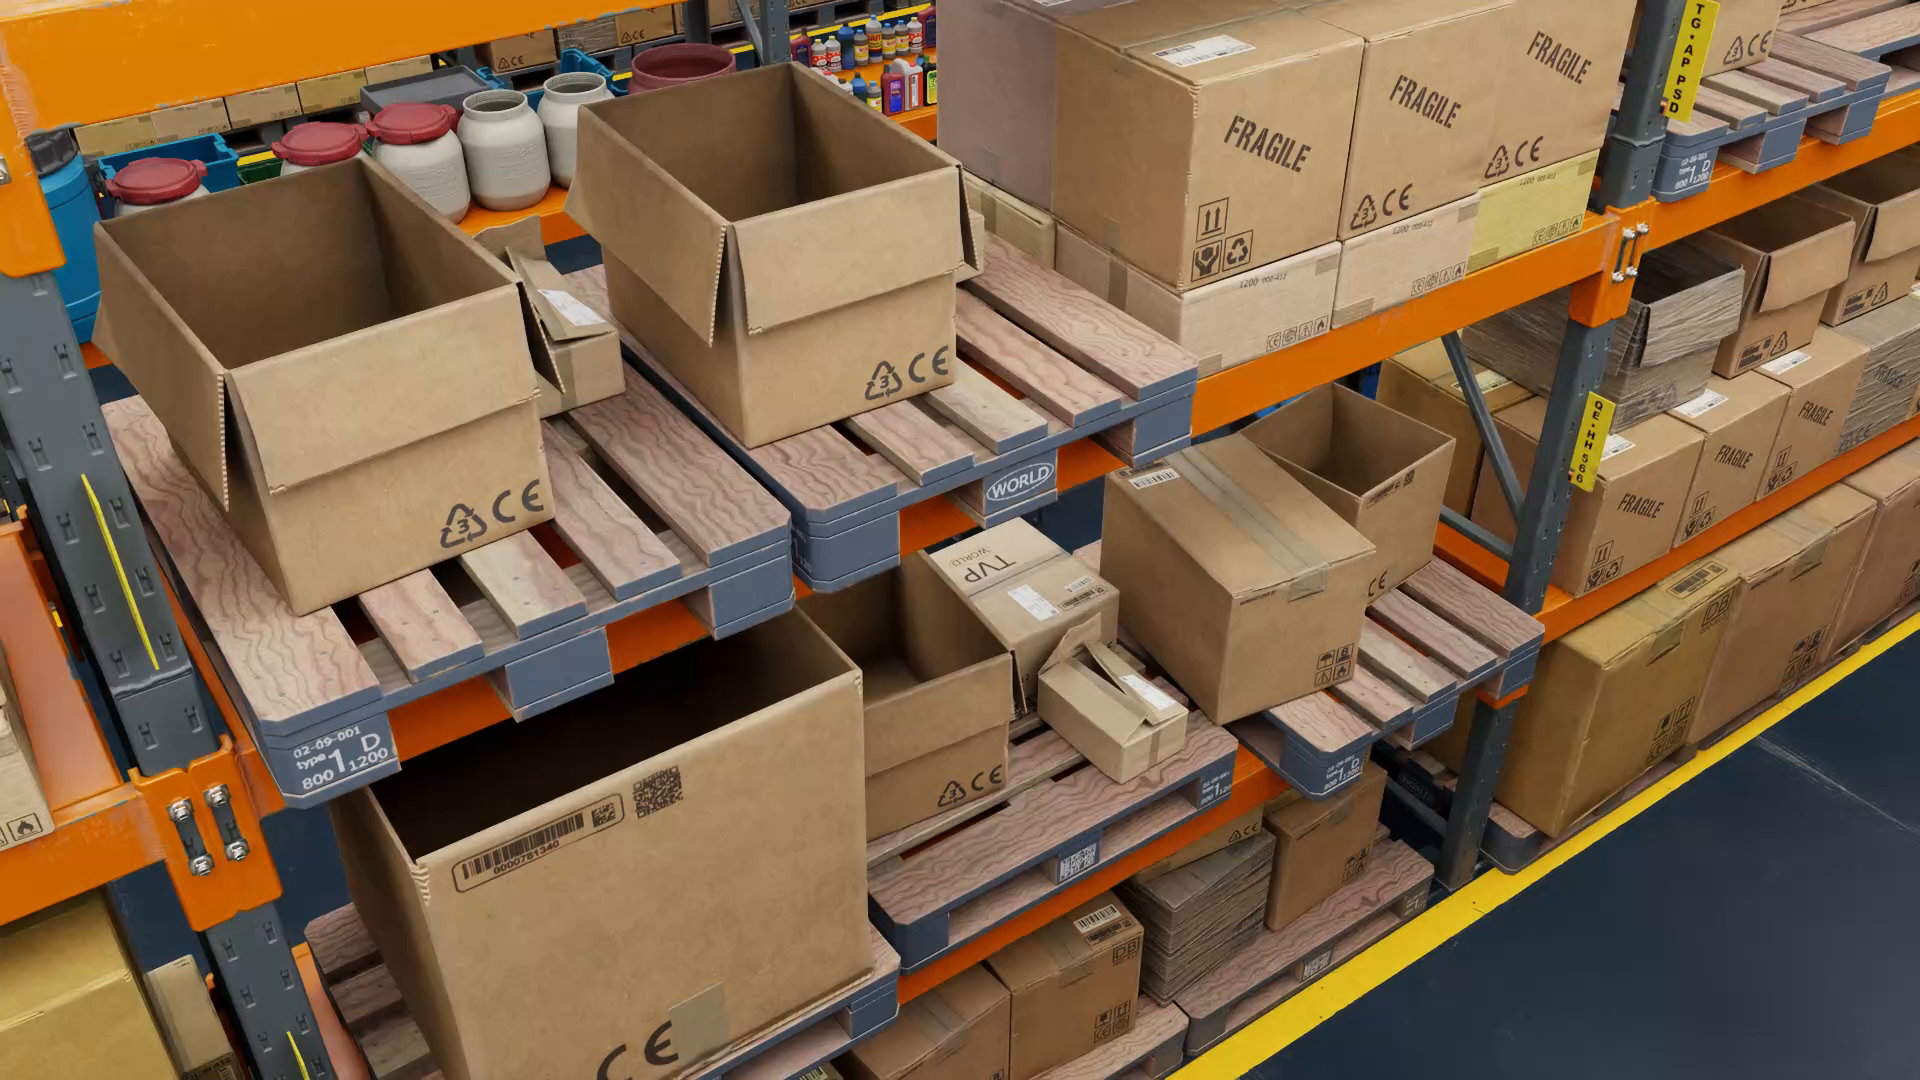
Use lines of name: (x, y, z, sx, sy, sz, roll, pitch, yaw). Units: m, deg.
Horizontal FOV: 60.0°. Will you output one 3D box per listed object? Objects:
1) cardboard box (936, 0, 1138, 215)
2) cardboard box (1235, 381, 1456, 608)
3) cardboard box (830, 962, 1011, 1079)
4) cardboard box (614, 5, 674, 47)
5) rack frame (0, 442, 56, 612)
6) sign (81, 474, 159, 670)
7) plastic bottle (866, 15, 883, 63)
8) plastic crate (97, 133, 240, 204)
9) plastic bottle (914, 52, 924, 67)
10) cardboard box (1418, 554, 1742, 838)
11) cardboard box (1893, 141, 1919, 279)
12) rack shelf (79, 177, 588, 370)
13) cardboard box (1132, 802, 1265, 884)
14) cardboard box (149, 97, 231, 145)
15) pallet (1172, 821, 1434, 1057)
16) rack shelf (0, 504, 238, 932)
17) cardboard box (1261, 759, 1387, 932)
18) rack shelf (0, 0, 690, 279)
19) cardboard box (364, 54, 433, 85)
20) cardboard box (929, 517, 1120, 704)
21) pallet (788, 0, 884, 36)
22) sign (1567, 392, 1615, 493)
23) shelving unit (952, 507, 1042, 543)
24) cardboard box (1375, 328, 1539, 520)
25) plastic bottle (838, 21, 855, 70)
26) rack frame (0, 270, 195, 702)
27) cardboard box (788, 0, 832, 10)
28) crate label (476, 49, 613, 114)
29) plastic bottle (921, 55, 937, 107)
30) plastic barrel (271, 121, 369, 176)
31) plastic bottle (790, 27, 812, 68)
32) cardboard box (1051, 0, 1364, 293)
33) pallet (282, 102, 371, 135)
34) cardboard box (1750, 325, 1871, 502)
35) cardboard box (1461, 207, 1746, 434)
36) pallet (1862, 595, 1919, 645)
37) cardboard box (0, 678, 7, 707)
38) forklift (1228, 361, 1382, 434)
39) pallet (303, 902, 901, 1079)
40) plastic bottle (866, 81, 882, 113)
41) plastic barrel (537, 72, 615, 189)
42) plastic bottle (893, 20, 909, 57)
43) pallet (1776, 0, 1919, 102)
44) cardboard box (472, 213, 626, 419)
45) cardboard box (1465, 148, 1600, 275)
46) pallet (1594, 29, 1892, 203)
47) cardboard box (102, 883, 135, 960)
cardboard box: (0.285, -1.206, 4.275, 0.500, 0.500, 0.500, -24, 42, -29)
cardboard box: (1.222, -0.131, 5.418, 0.500, 0.500, 0.500, -28, 44, -33)
cardboard box: (-0.257, 1.524, 5.325, 0.500, 0.500, 0.700, -26, 43, -32)
cardboard box: (-2.689, -4.376, 13.529, 0.500, 0.500, 0.500, -23, 42, -28)
rack frame: (-4.482, -1.140, 7.265, 0.127, 3.000, 1.000, -22, 41, -28)
sign: (-1.310, 0.053, 2.595, 0.005, 0.325, 0.100, -22, 41, -28)
plastic bottle: (-0.516, -3.011, 9.978, 0.097, 0.271, 0.097, 0, 36, 0)
plastic crate: (-3.760, -1.653, 7.992, 0.575, 0.384, 0.392, -22, 41, -28)
plastic bottle: (-0.219, -2.635, 9.454, 0.097, 0.271, 0.097, 0, 36, 0)
cardboard box: (2.217, 0.349, 6.656, 0.875, 0.875, 1.225, -24, 42, -30)
cardboard box: (3.825, -1.470, 6.780, 0.637, 0.503, 0.797, -22, 41, -27)
rack shelf: (-2.847, -1.520, 8.411, 4.000, 0.370, 1.077, -22, 41, -28)
cardboard box: (0.683, 0.834, 5.644, 0.500, 0.250, 0.500, -18, 39, -23)
cardboard box: (-5.603, -3.094, 11.978, 0.500, 0.250, 0.500, -22, 41, -27)
pallet: (1.001, 1.273, 6.299, 1.213, 0.211, 1.003, -22, 41, -28)
rack shelf: (-3.264, 0.971, 2.378, 4.000, 0.370, 1.077, -22, 41, -28)
cardboard box: (1.105, 0.950, 6.124, 0.500, 0.500, 0.700, -25, 42, -30)
rack shelf: (0.006, -1.429, 3.489, 4.000, 0.370, 1.077, -22, 41, -28)
cardboard box: (-4.352, -3.611, 12.697, 0.500, 0.250, 0.500, -21, 41, -27)
cardboard box: (0.138, 0.223, 5.139, 0.500, 0.250, 0.500, -24, 42, -29)
pallet: (-1.436, -4.772, 14.704, 1.213, 0.211, 1.003, -22, 41, -28)
sign: (1.961, -0.303, 5.179, 0.005, 0.325, 0.100, -22, 41, -28)
shelving unit: (0.135, -0.543, 7.977, 0.503, 1.200, 0.258, -22, 41, -28)
cardboard box: (1.901, -0.446, 6.215, 0.500, 0.500, 0.500, -21, 41, -27)
plastic bottle: (-0.675, -2.946, 9.887, 0.097, 0.271, 0.097, 0, 36, 0)
rack frame: (-1.629, -1.211, 2.227, 0.127, 3.000, 1.000, -22, 41, -28)
cardboard box: (-1.440, -4.894, 14.250, 0.500, 0.500, 0.500, -22, 41, -28)
crate label: (-2.180, -2.294, 8.841, 0.616, 0.435, 0.502, -22, 41, -28)
plastic bottle: (-0.159, -2.608, 9.407, 0.133, 0.283, 0.061, -22, 41, -28)
plastic barrel: (-2.974, -1.659, 7.871, 0.433, 0.535, 0.433, 0, 36, 0)
plastic bottle: (-0.939, -2.855, 9.750, 0.133, 0.283, 0.061, -22, 41, -28)
cardboard box: (0.568, -0.966, 3.941, 0.500, 0.500, 0.500, -22, 41, -27)
pallet: (-4.758, -3.460, 12.880, 1.213, 0.211, 1.003, -22, 41, -28)
cardboard box: (3.032, -0.544, 6.352, 0.500, 0.500, 0.500, -23, 42, -29)
cardboard box: (2.248, -0.807, 5.858, 0.637, 0.503, 0.797, -21, 41, -26)
pallet: (4.323, -0.039, 8.123, 1.213, 0.211, 1.003, -22, 41, -28)
cardboard box: (-1.728, 0.153, 2.686, 0.250, 0.149, 0.380, -21, 41, -27)
forklift: (3.024, -1.732, 8.149, 3.031, 2.935, 1.130, -9, 37, -13)
pallet: (-0.920, 1.115, 4.296, 1.213, 0.211, 1.003, -22, 41, -28)
plastic bottle: (-0.482, -2.454, 9.264, 0.097, 0.201, 0.097, 0, 36, 0)
plastic barrel: (-1.930, -2.082, 8.481, 0.421, 0.512, 0.421, 0, 36, 0)
plastic bottle: (-0.357, -3.048, 10.089, 0.097, 0.201, 0.097, 0, 36, 0)
pallet: (3.049, -1.882, 5.890, 1.213, 0.211, 1.003, -20, 40, -26)
cardboard box: (-0.918, -0.473, 3.525, 0.258, 0.266, 0.396, -21, 41, -26)
cardboard box: (1.393, -1.001, 4.632, 0.500, 0.250, 0.500, -22, 41, -28)
pallet: (2.137, -1.504, 5.365, 1.003, 0.211, 1.213, -20, 40, -26)
cardboard box: (-2.143, 0.687, 3.529, 0.500, 0.500, 0.500, -22, 41, -28)
